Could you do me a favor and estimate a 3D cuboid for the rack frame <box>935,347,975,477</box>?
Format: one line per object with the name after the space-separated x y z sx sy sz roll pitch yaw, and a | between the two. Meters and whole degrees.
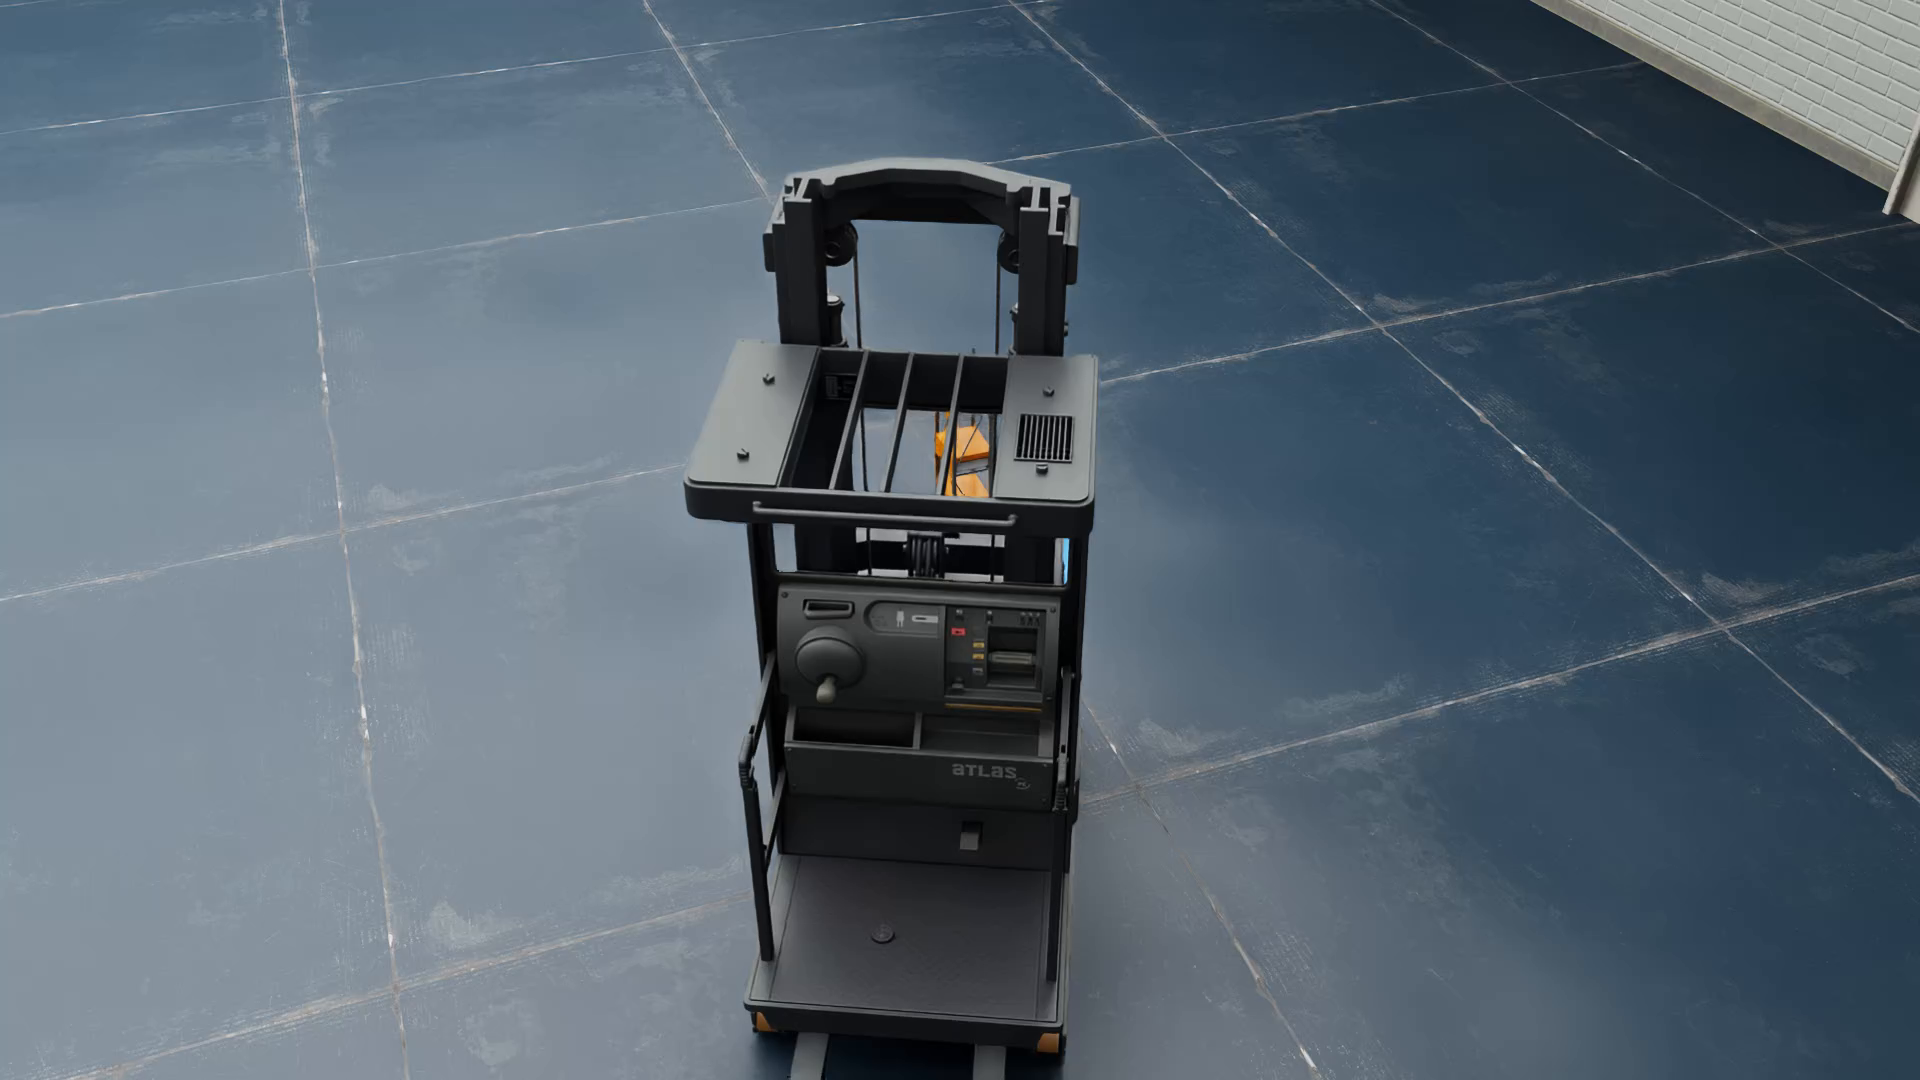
-0.024 -0.458 8.046 0.200 1.050 0.008 -12 39 -16 | rack frame

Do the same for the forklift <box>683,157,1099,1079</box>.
-0.155 0.429 5.304 1.130 2.935 3.031 3 37 4 | forklift

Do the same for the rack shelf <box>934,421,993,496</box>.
0.018 -0.381 7.961 0.215 0.259 0.240 -12 39 -16 | rack shelf

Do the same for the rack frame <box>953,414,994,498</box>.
0.060 -0.320 7.863 0.200 1.050 0.008 -12 39 -16 | rack frame

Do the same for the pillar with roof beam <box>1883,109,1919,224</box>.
2.417 -4.852 7.272 9.100 9.000 0.400 -12 39 -16 | pillar with roof beam

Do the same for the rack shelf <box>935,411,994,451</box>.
0.018 -0.607 7.790 0.215 0.259 0.240 -12 39 -16 | rack shelf

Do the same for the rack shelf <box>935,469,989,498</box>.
0.018 -0.159 8.128 0.215 0.259 0.240 -12 39 -16 | rack shelf

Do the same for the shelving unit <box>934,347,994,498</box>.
0.018 -0.389 7.954 0.215 1.050 0.252 -12 39 -16 | shelving unit
